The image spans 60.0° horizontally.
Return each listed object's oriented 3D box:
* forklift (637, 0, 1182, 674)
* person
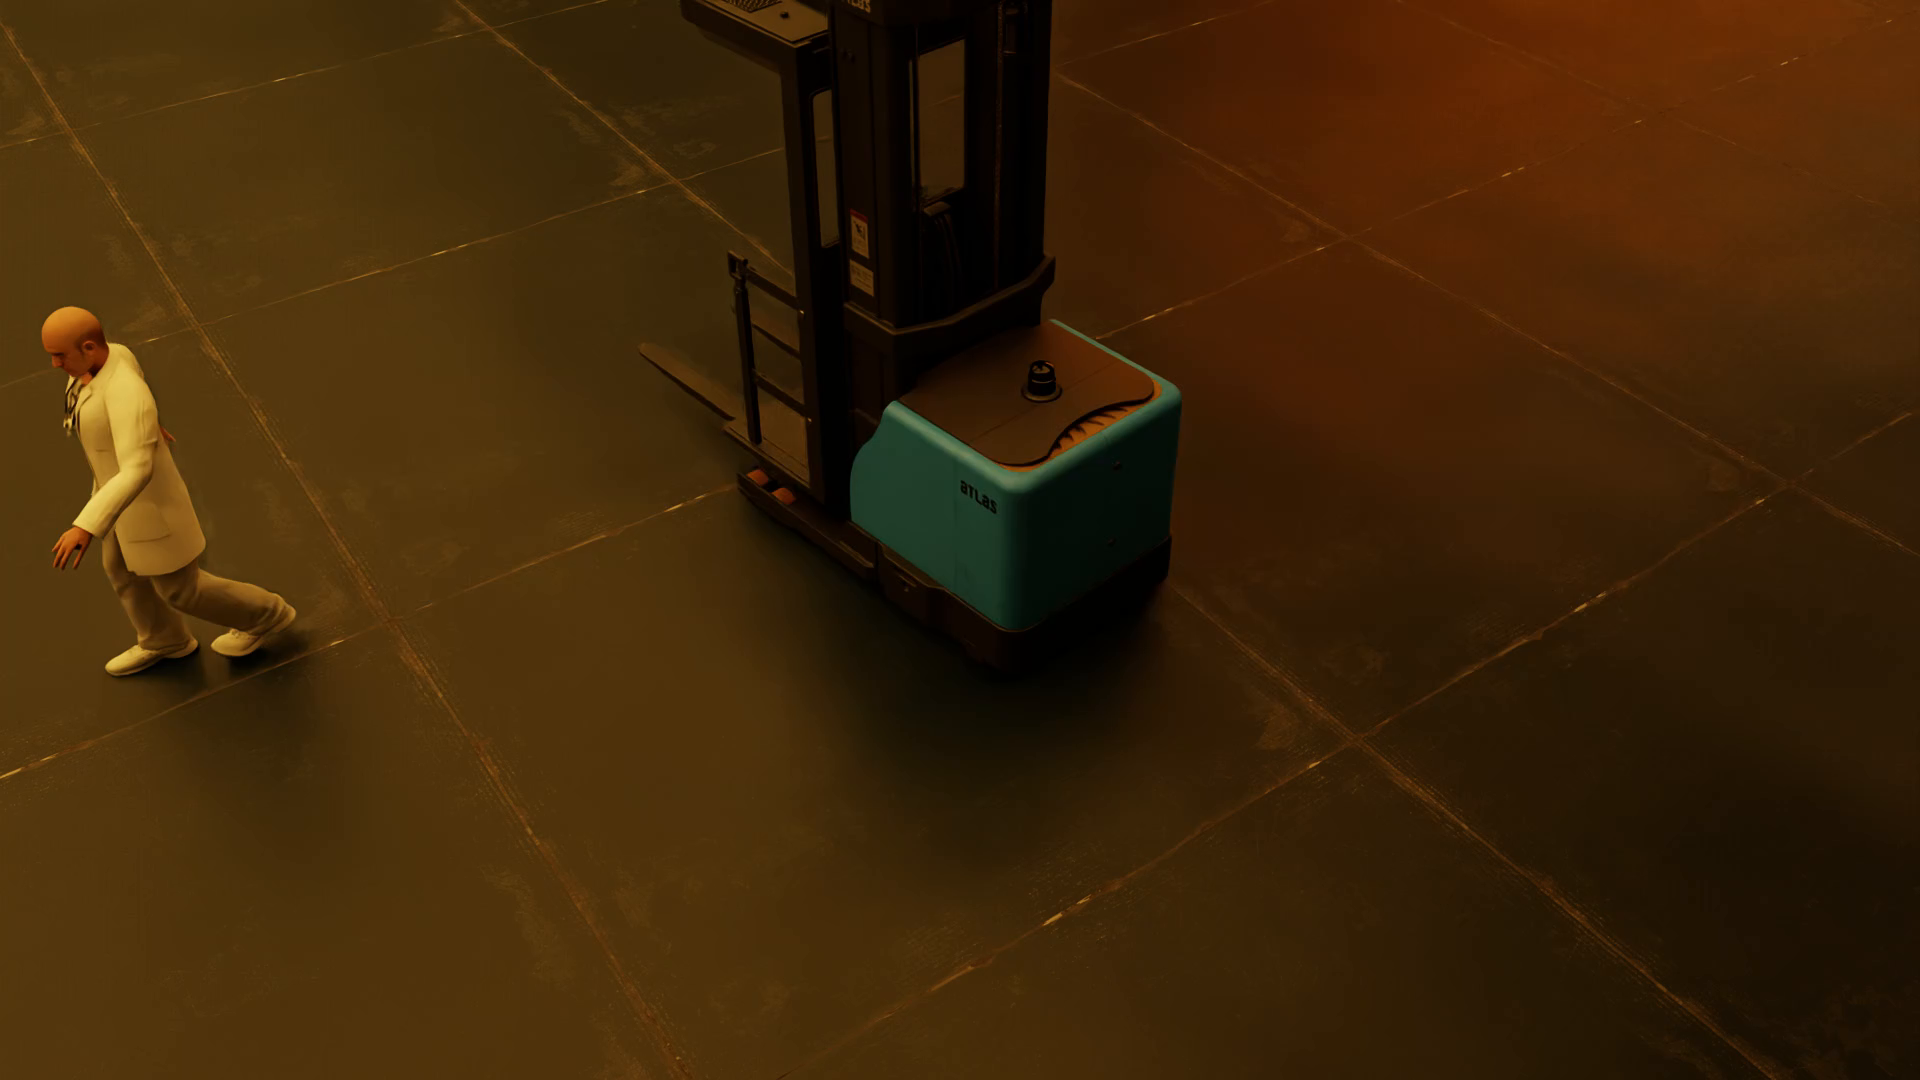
[{"bbox_3d":[-0.425,-1.412,7.269,1.130,2.935,3.031,-31,48,-32],"label":"forklift"},{"bbox_3d":[-3.308,-0.177,6.704,0.806,1.760,0.980,-26,46,-28],"label":"person"}]
